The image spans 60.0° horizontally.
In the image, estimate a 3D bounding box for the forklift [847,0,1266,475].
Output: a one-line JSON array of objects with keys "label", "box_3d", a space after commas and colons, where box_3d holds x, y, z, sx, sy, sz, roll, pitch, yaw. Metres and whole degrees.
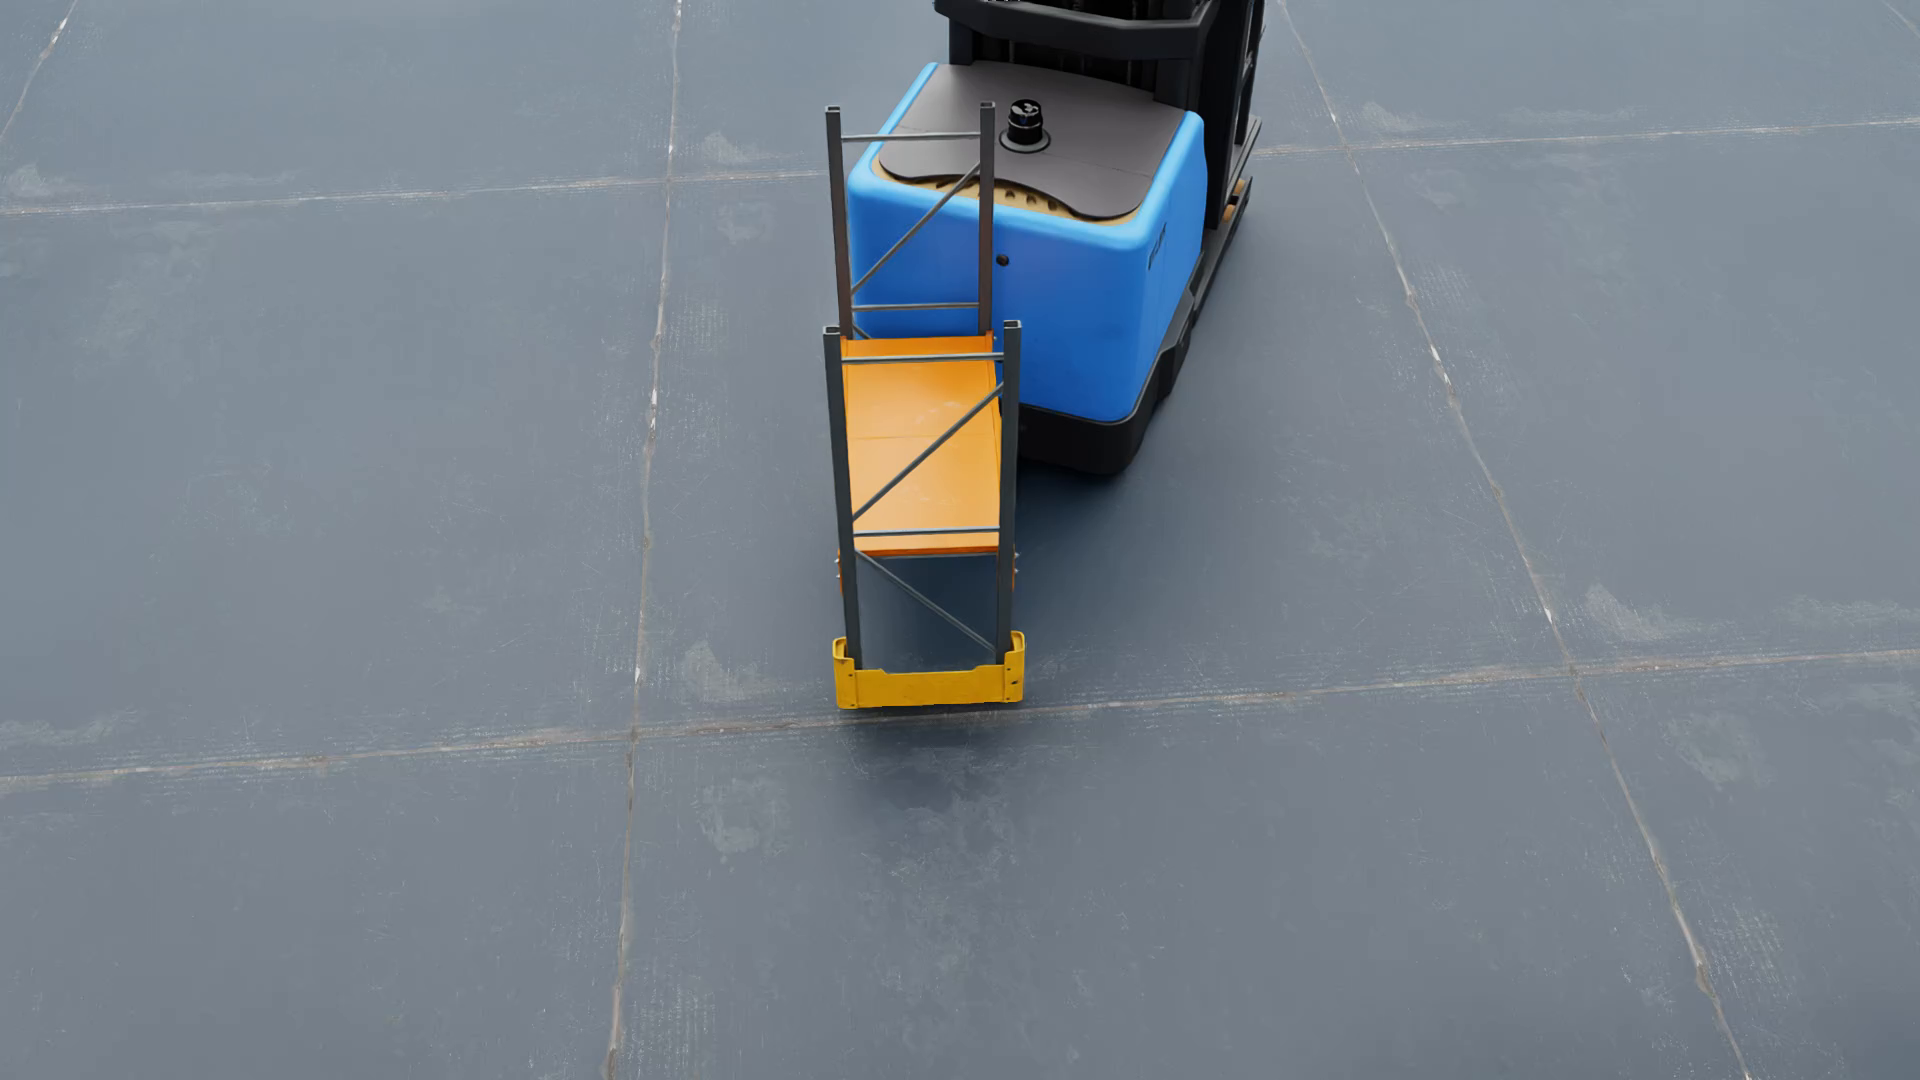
[{"label": "forklift", "box_3d": [0.590, -2.330, 5.938, 1.130, 2.935, 3.031, 15, 48, 13]}]

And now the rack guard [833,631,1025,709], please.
[{"label": "rack guard", "box_3d": [-0.096, 0.407, 5.192, 0.587, 0.250, 0.087, -2, 47, -2]}]

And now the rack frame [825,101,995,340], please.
[{"label": "rack frame", "box_3d": [-0.146, -0.759, 5.436, 0.500, 1.500, 0.032, -2, 47, -2]}]

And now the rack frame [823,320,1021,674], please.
[{"label": "rack frame", "box_3d": [-0.095, -0.022, 4.738, 0.500, 1.500, 0.032, -2, 47, -2]}]

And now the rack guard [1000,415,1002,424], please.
[{"label": "rack guard", "box_3d": [-0.145, -0.315, 5.876, 0.587, 0.250, 0.087, -2, 47, -2]}]

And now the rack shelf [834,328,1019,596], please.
[{"label": "rack shelf", "box_3d": [-0.121, -0.267, 5.217, 0.538, 0.185, 1.000, -2, 47, -2]}]

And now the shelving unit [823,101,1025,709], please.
[{"label": "shelving unit", "box_3d": [-0.120, -0.384, 5.080, 0.587, 1.500, 1.083, -2, 47, -2]}]
